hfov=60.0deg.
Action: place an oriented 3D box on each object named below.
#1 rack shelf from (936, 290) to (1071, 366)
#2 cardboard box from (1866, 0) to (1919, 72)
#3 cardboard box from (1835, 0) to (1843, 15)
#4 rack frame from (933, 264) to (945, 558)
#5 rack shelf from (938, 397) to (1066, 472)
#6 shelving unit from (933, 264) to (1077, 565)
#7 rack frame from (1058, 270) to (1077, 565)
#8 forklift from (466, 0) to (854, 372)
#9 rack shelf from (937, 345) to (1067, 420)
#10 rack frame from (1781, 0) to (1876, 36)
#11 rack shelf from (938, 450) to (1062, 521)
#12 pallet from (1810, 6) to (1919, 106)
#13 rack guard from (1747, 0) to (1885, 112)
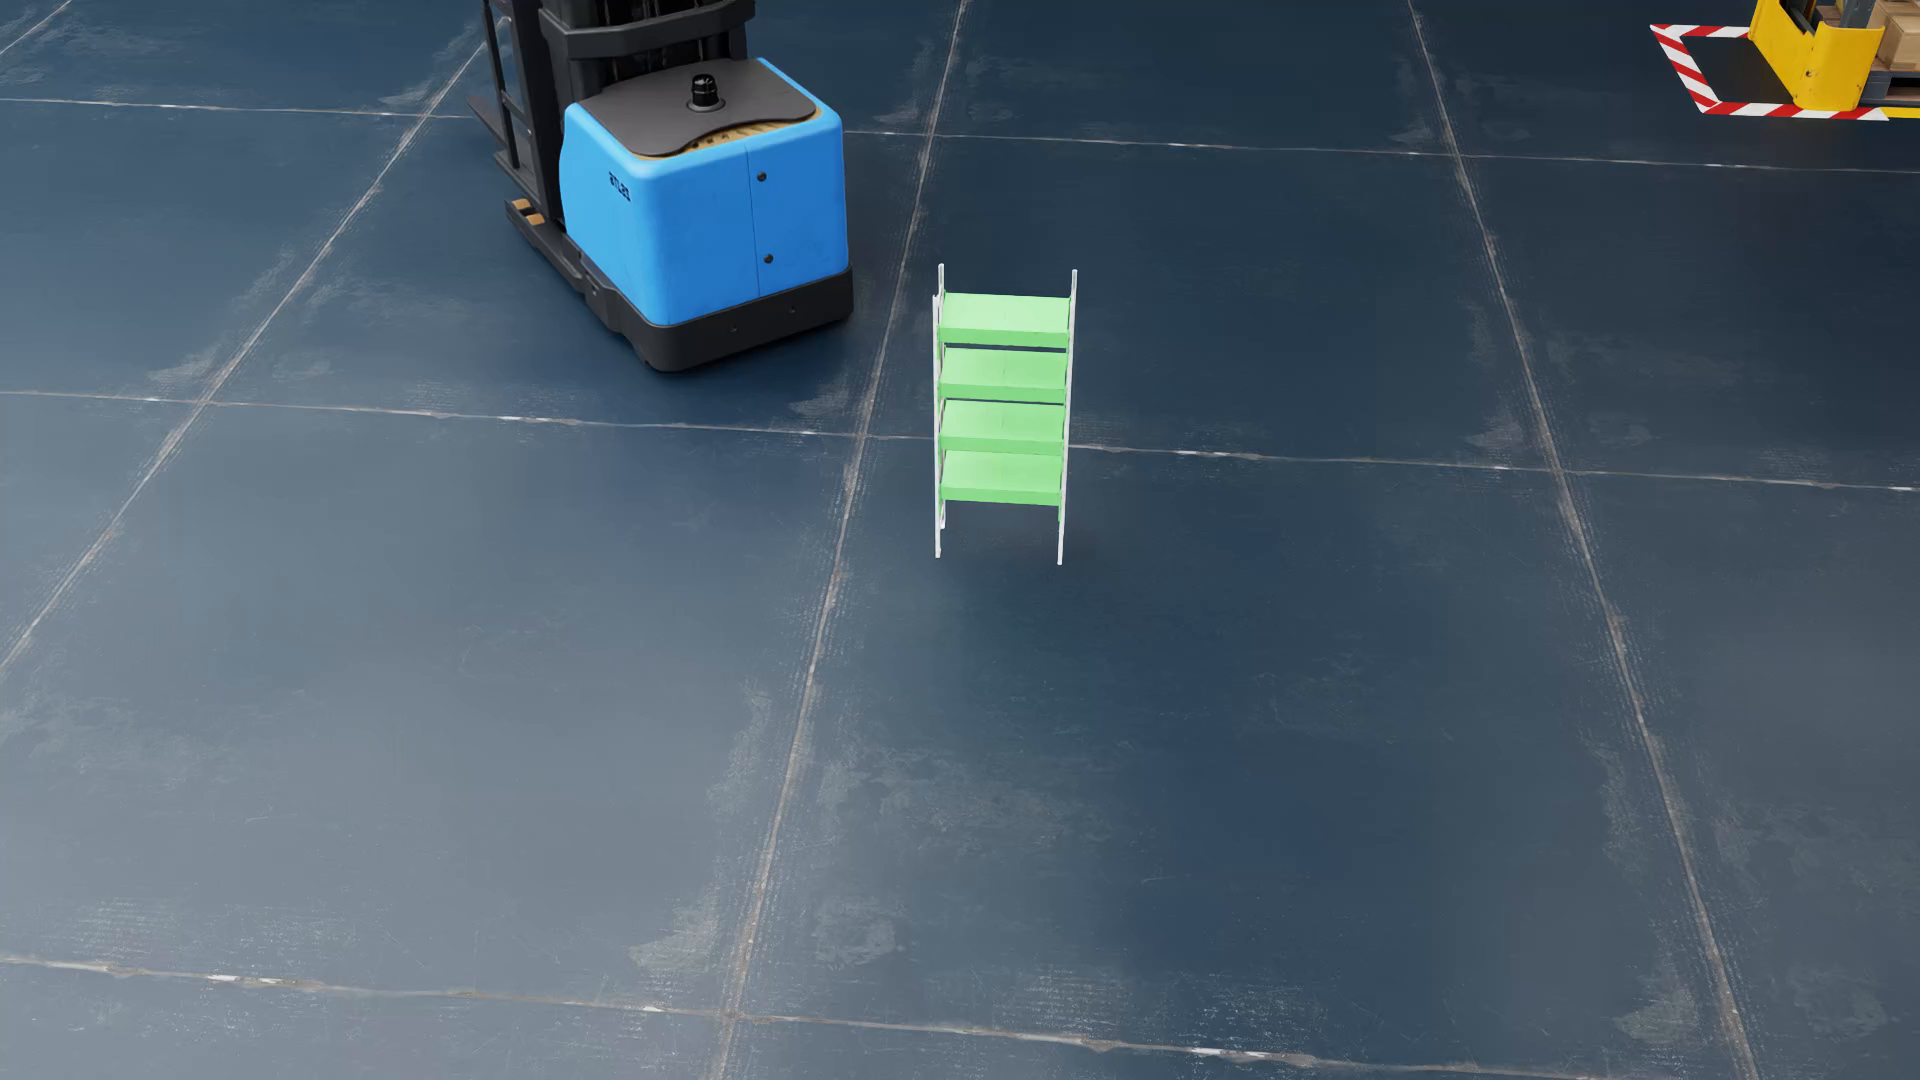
[{"bbox_3d":[0.165,-0.779,6.097,0.480,0.148,0.258,3,39,4],"label":"rack shelf"},{"bbox_3d":[5.756,-3.007,9.913,0.500,0.250,0.500,3,39,4],"label":"cardboard box"},{"bbox_3d":[5.801,-3.332,10.313,0.500,0.250,0.500,3,39,4],"label":"cardboard box"},{"bbox_3d":[-0.078,-0.470,6.376,0.015,1.200,0.240,3,39,4],"label":"rack frame"},{"bbox_3d":[0.165,-0.407,6.400,0.480,0.148,0.258,3,39,4],"label":"rack shelf"},{"bbox_3d":[0.165,-0.456,6.360,0.503,1.200,0.258,3,39,4],"label":"shelving unit"},{"bbox_3d":[0.408,-0.443,6.344,0.015,1.200,0.240,3,39,4],"label":"rack frame"},{"bbox_3d":[-1.726,-2.804,7.873,1.130,2.935,3.031,-22,44,-25],"label":"forklift"},{"bbox_3d":[0.165,-0.593,6.249,0.480,0.148,0.258,3,39,4],"label":"rack shelf"},{"bbox_3d":[5.241,-4.079,9.386,0.127,3.000,1.000,3,39,4],"label":"rack frame"},{"bbox_3d":[0.165,-0.221,6.552,0.480,0.148,0.258,3,39,4],"label":"rack shelf"},{"bbox_3d":[6.006,-2.983,10.247,1.213,0.211,1.003,3,39,4],"label":"pallet"},{"bbox_3d":[5.217,-3.111,10.176,0.348,0.500,1.175,3,39,4],"label":"rack guard"}]
